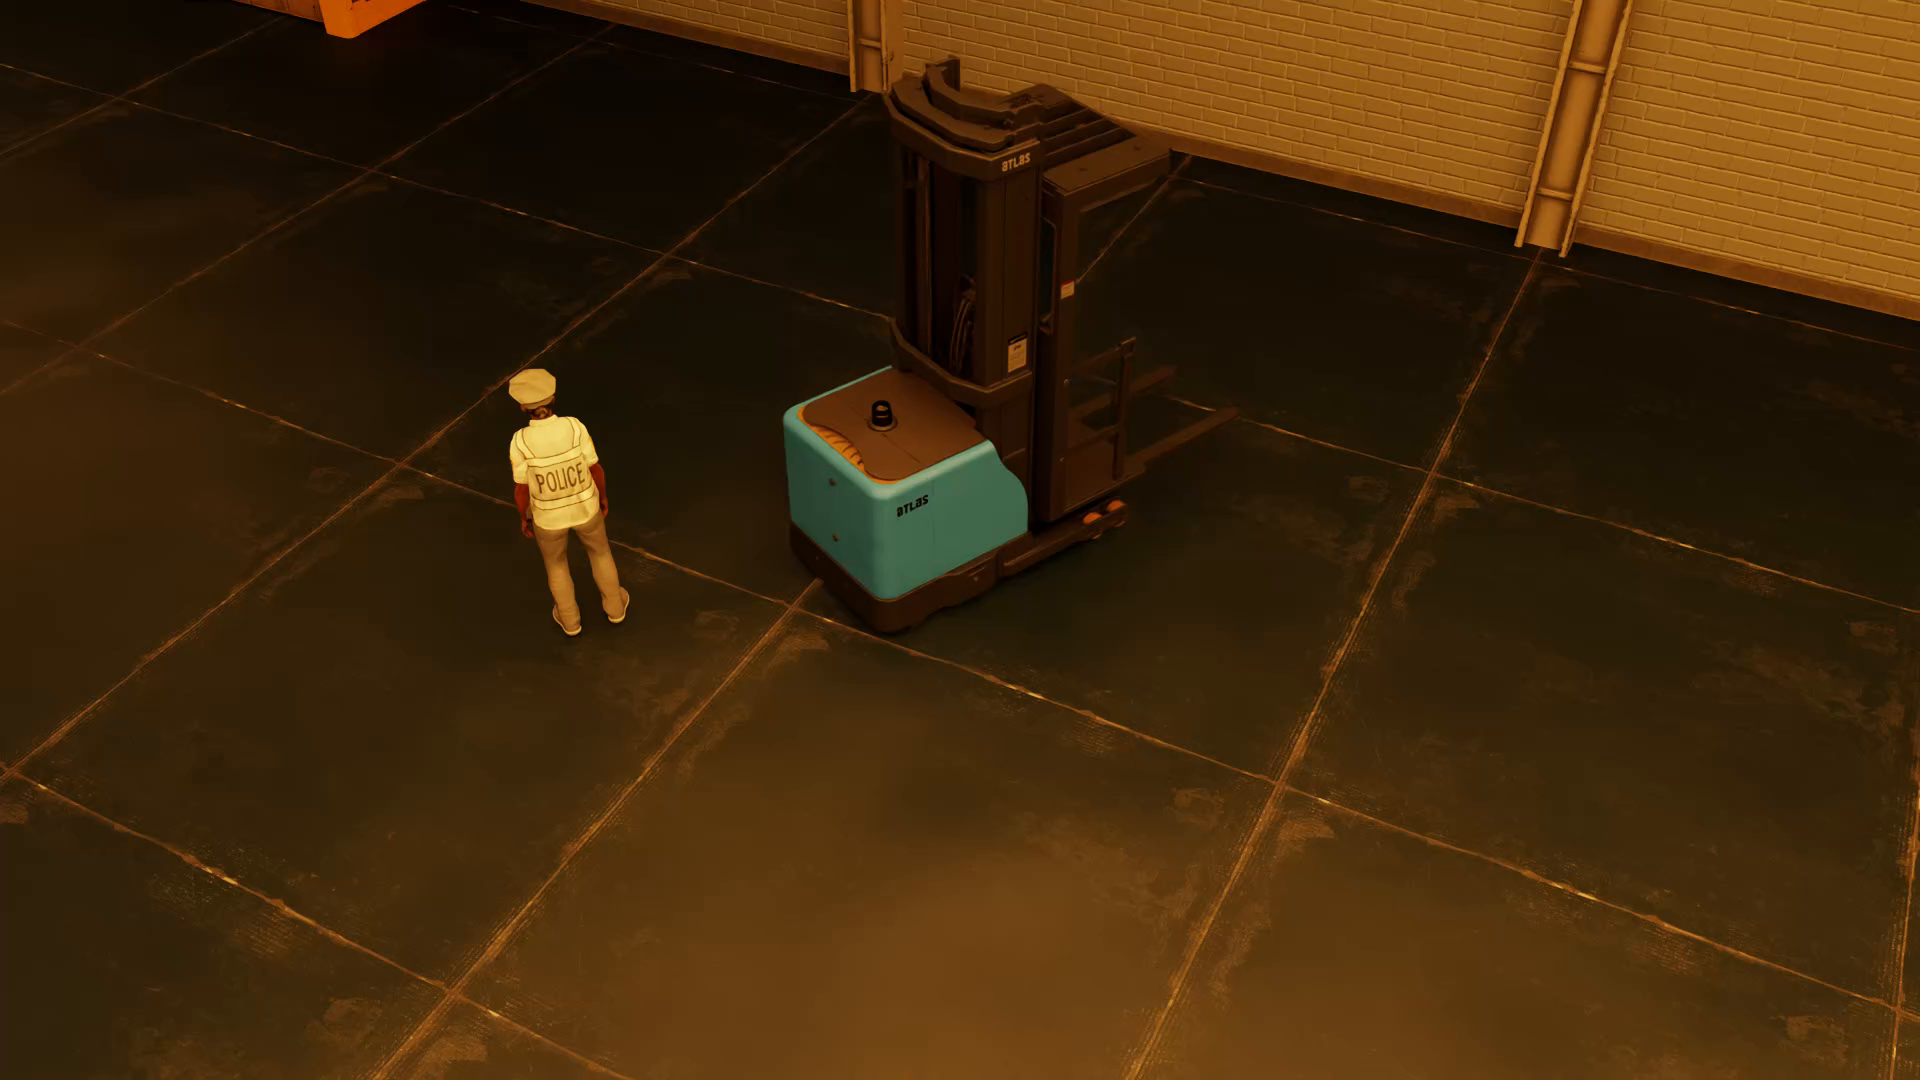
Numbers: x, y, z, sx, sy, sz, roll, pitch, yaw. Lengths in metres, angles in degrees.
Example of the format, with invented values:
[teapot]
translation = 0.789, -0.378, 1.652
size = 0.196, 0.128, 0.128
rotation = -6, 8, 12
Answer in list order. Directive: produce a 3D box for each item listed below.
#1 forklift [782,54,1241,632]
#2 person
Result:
[forklift]
translation = 0.446, -1.372, 9.616
size = 3.031, 2.935, 1.130
rotation = -26, 47, -28
[person]
translation = -2.173, -0.176, 9.185
size = 0.530, 1.658, 0.387
rotation = -15, 42, -17
